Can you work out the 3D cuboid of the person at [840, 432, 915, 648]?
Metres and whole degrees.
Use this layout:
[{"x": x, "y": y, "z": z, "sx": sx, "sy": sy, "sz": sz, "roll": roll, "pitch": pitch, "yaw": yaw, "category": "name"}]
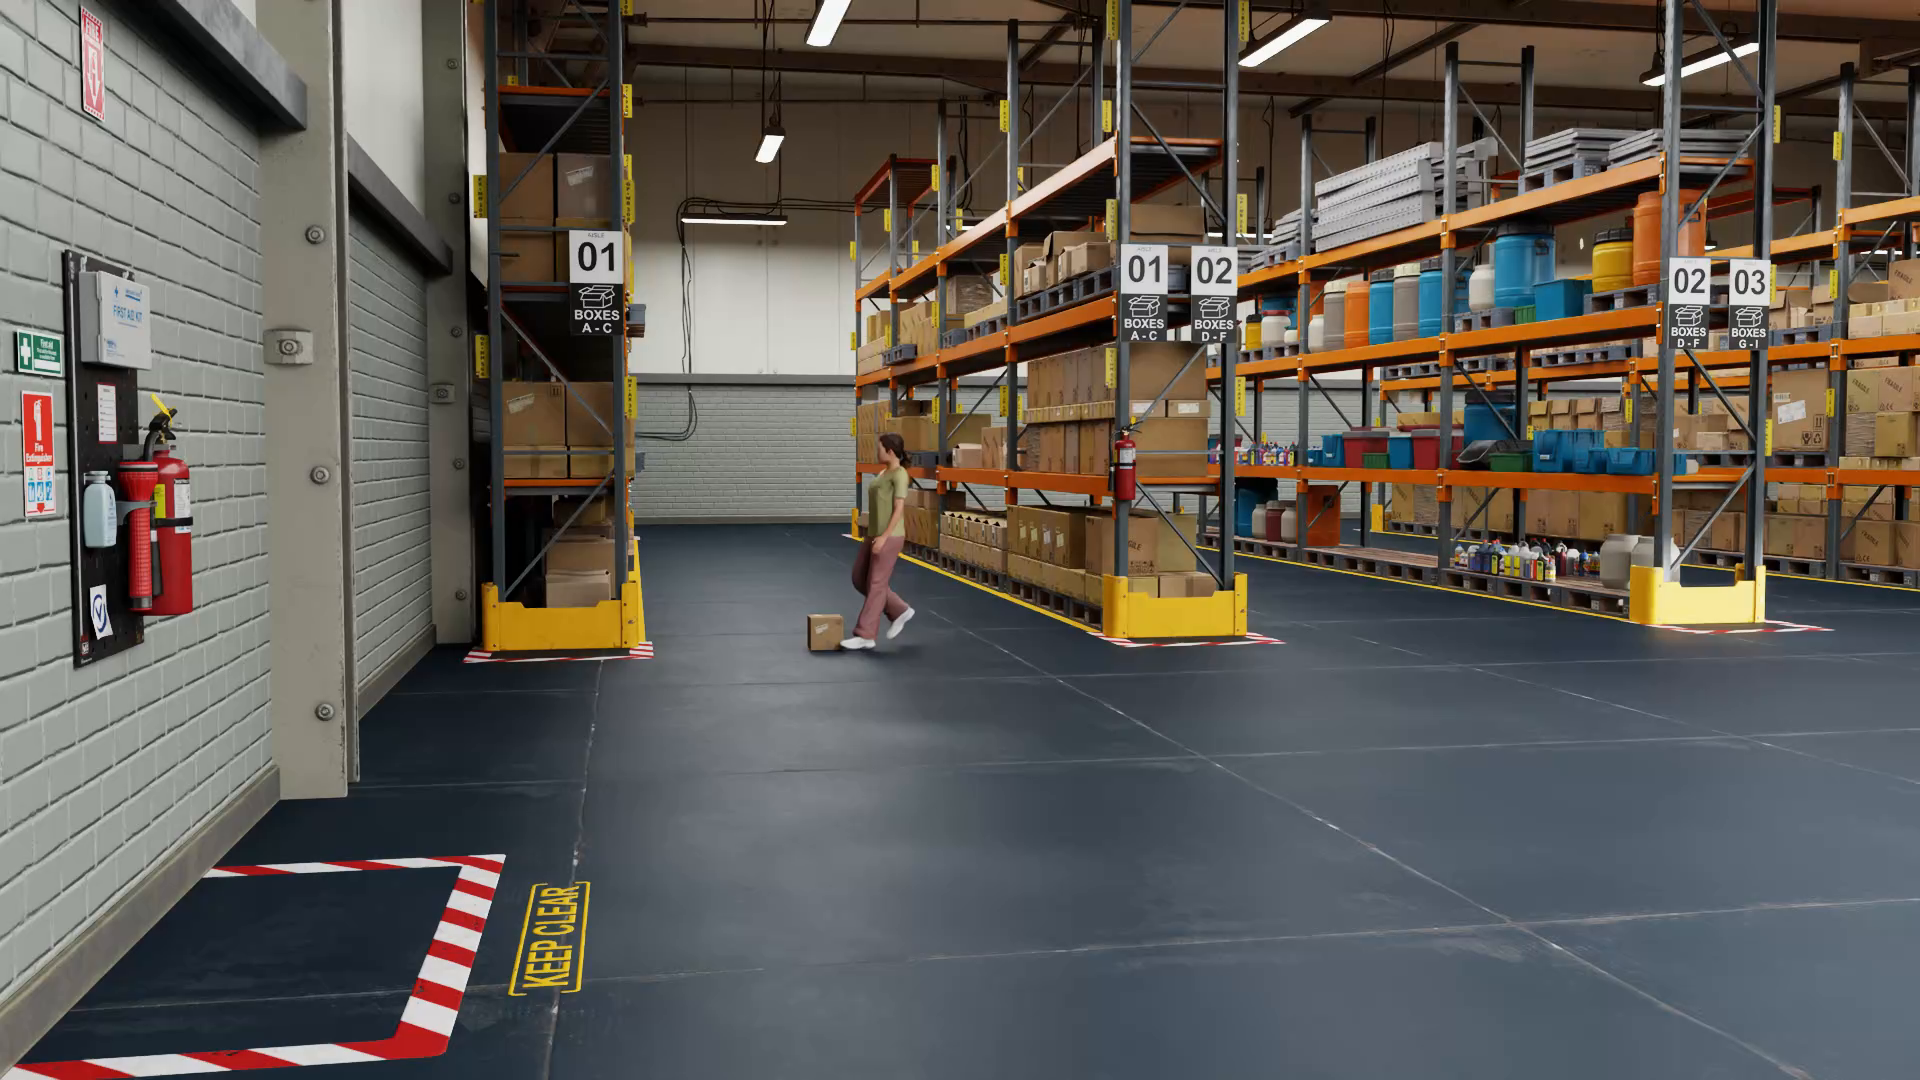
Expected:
[{"x": -0.634, "y": -0.004, "z": 12.849, "sx": 0.668, "sy": 1.656, "sz": 0.496, "roll": -1, "pitch": 3, "yaw": -23, "category": "person"}]
